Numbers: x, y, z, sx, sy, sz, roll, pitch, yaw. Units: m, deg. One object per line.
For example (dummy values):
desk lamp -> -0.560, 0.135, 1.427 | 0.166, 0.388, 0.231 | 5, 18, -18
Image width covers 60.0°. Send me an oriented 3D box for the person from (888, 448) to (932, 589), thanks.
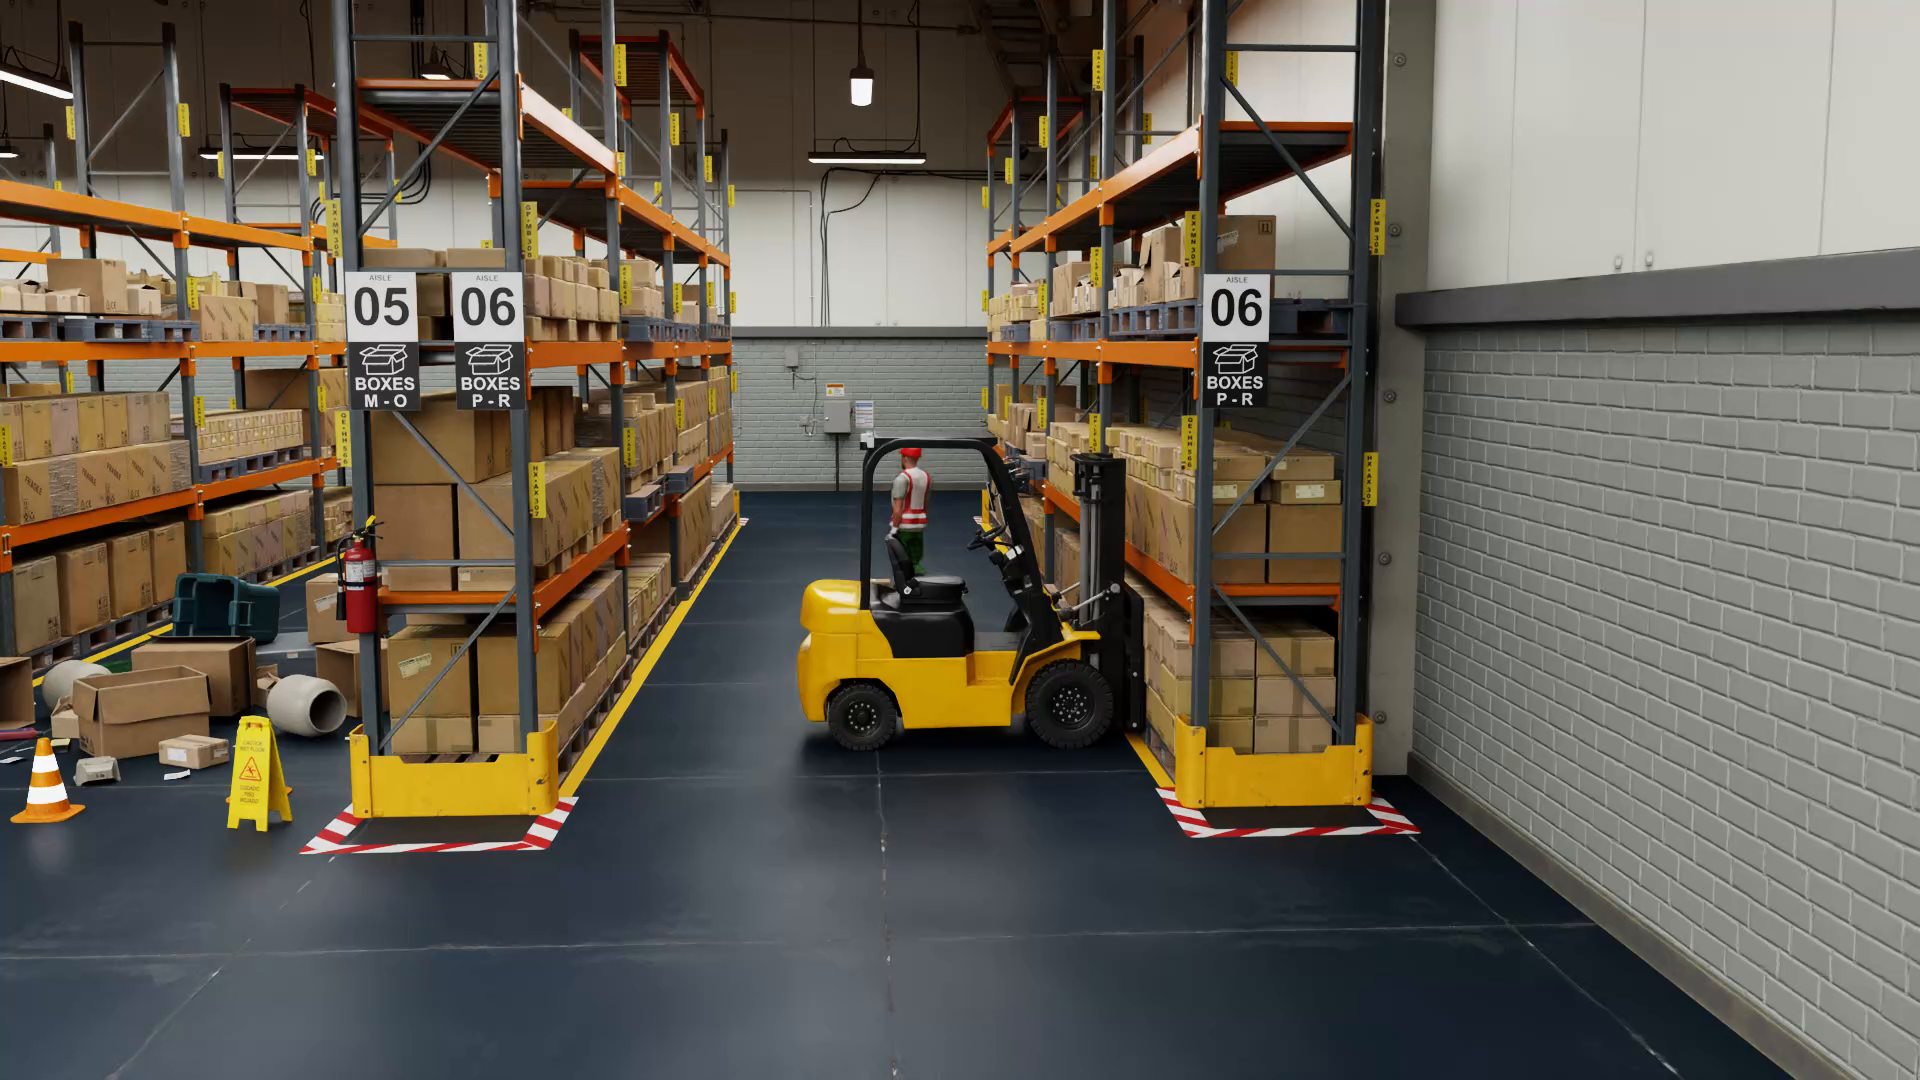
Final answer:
person -> -0.528, -0.100, 16.947 | 0.662, 1.787, 0.583 | 6, 9, 42
